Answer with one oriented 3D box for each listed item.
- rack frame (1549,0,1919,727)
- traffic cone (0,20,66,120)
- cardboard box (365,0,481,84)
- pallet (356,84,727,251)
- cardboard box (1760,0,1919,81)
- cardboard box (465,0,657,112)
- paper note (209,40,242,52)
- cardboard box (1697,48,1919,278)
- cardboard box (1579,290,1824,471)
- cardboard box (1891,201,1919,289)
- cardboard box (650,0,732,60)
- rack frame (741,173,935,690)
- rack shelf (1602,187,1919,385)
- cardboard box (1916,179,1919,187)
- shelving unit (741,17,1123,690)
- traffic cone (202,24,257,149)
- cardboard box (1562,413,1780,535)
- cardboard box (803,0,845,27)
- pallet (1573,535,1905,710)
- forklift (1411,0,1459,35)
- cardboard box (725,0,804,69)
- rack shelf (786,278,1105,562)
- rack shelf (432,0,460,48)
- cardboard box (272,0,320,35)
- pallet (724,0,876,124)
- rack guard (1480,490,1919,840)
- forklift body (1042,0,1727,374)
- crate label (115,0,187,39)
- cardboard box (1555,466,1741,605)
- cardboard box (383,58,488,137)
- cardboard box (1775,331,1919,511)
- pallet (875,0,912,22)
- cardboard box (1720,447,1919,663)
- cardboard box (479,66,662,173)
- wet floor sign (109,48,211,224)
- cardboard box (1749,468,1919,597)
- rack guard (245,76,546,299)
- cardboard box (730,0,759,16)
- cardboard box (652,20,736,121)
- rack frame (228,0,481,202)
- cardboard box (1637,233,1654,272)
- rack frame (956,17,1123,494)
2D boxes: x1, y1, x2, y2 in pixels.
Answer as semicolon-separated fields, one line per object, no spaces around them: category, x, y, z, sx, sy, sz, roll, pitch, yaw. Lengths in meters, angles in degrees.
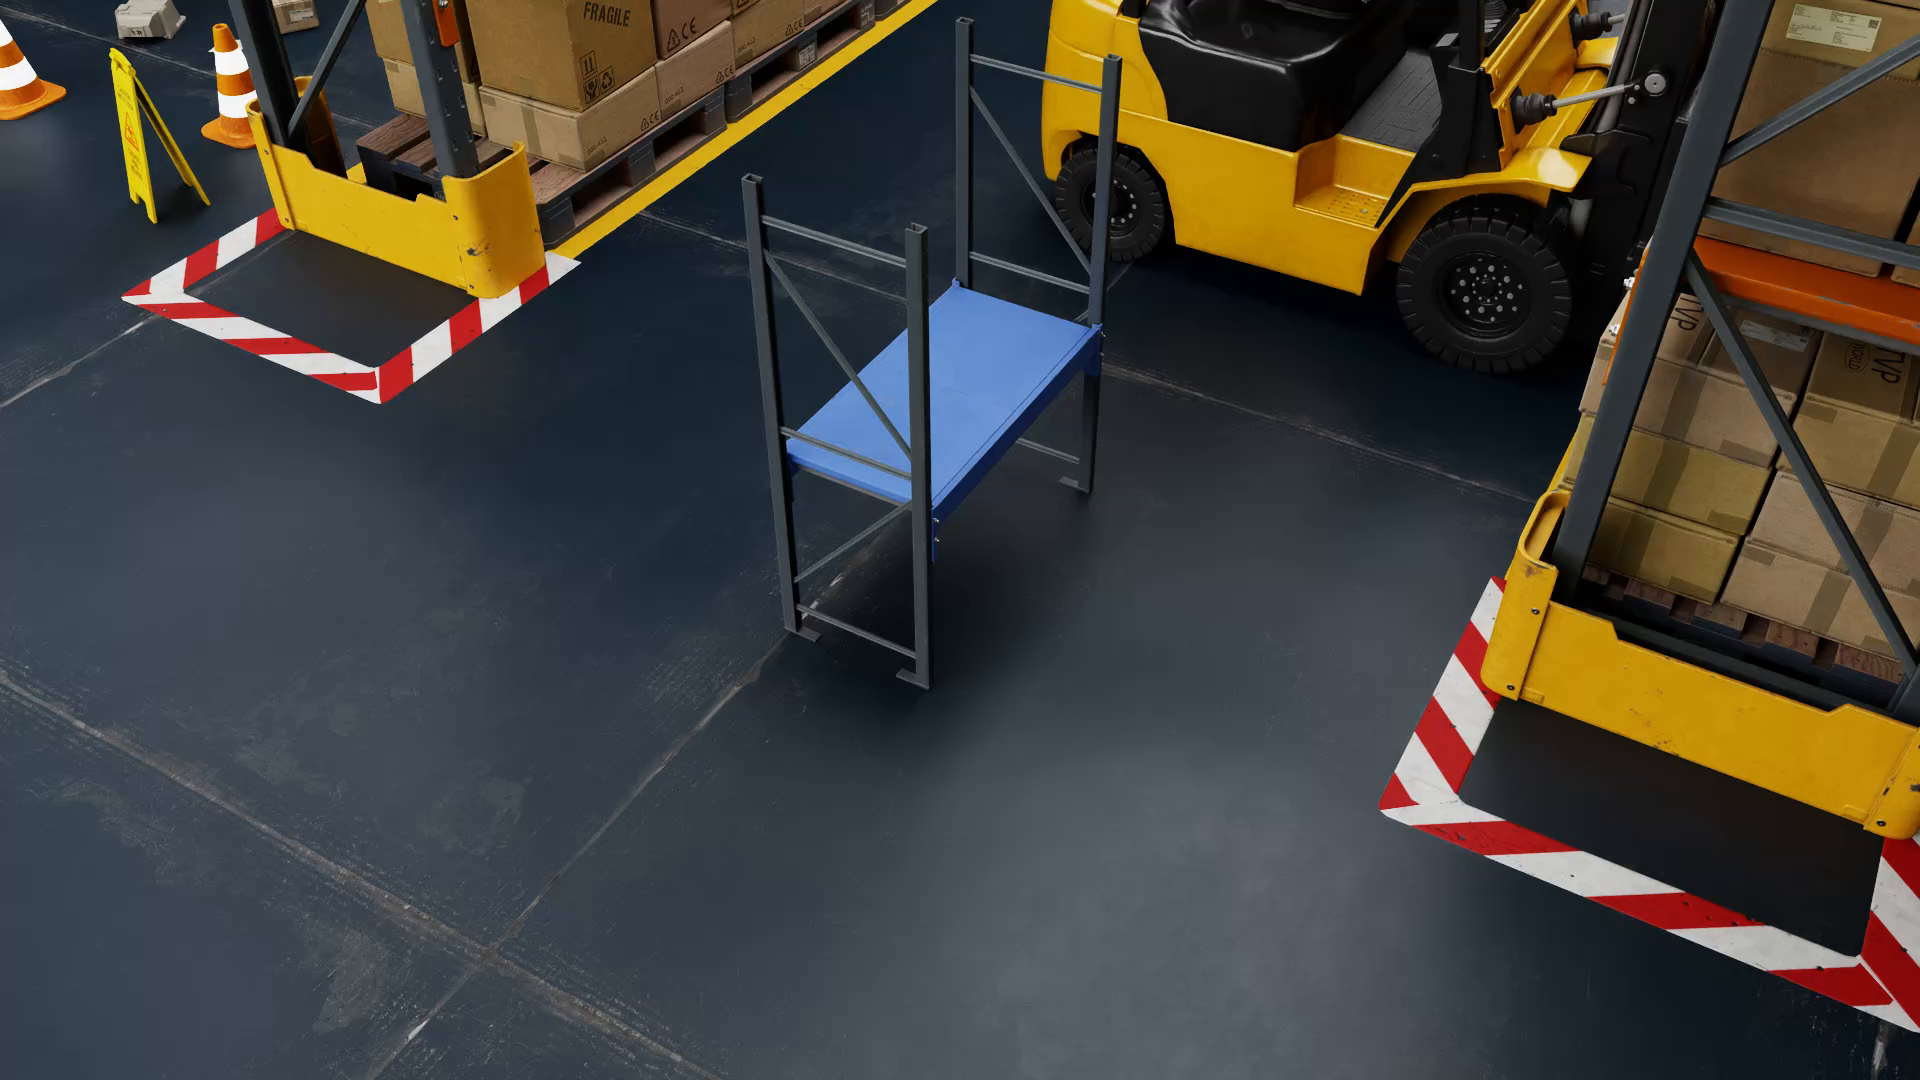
rack frame;2.082;-0.629;3.695;1.000;3.000;0.127;21;45;22
traffic cone;-4.250;-2.162;7.355;0.336;0.463;0.334;21;45;22
cardboard box;-2.042;-2.221;6.697;0.500;0.500;0.500;21;46;22
pallet;-1.742;-1.719;7.042;1.003;0.211;1.213;21;45;22
cardboard box;2.013;-1.201;3.778;0.380;0.149;0.250;22;46;23
cardboard box;-1.563;-2.060;6.515;0.500;0.500;0.500;19;45;21
paper note;-3.468;-2.354;7.900;0.148;0.019;0.142;7;42;8
cardboard box;2.101;-1.035;4.080;0.500;0.500;0.500;20;45;21
cardboard box;2.043;-0.497;4.551;0.500;0.250;0.500;22;46;23
cardboard box;2.571;-0.858;3.880;0.500;0.500;0.500;22;46;23
cardboard box;-1.305;-2.360;6.856;0.500;0.500;0.500;19;45;21
rack frame;-0.297;-0.223;4.369;0.500;1.500;0.032;21;45;22
rack shelf;3.083;-1.504;5.232;1.077;0.370;4.000;21;45;22
cardboard box;2.812;-1.164;4.226;0.500;0.500;0.500;22;46;23
shelving unit;-0.043;-0.514;4.699;0.538;1.500;1.048;21;45;22
traffic cone;-3.119;-1.989;7.159;0.336;0.463;0.334;21;45;22
cardboard box;2.055;-0.325;4.733;0.500;0.250;0.500;20;45;22
cardboard box;-0.795;-2.659;7.762;0.500;0.250;0.500;22;46;23
pallet;2.429;-0.034;5.129;1.003;0.211;1.213;21;45;22
forklift;1.633;-4.069;7.652;3.031;2.935;1.130;19;45;21
cardboard box;-1.050;-2.371;7.435;0.500;0.250;0.500;24;47;25
rack shelf;-0.043;-0.379;4.818;0.538;0.185;1.000;21;45;22
rack shelf;-1.216;-3.143;7.094;1.077;0.370;4.000;21;45;22
cardboard box;-3.311;-2.617;8.109;0.250;0.149;0.380;-21;45;-22
pallet;-1.131;-2.414;7.832;1.003;0.211;1.213;21;45;22
rack guard;2.070;0.322;4.506;1.175;0.500;0.348;21;45;22
forklift body;1.452;-1.999;5.893;2.313;2.155;1.214;21;45;22
crate label;-3.910;-2.510;7.997;0.250;0.136;0.298;0;41;0
cardboard box;2.044;-0.128;4.889;0.500;0.250;0.500;21;46;22
cardboard box;-2.034;-1.960;6.969;0.500;0.250;0.500;21;45;22
cardboard box;2.487;-0.343;4.376;0.500;0.250;0.500;20;45;21
pallet;-0.521;-3.115;8.628;1.003;0.211;1.213;21;45;22
cardboard box;2.497;0.029;4.711;0.500;0.250;0.500;21;46;22
cardboard box;-1.574;-1.765;6.747;0.500;0.250;0.500;21;45;22
wet floor sign;-3.239;-1.630;6.613;0.232;0.644;0.267;-29;49;-29
cardboard box;2.497;-0.143;4.527;0.500;0.250;0.500;22;46;23
rack guard;-2.179;-1.374;6.432;1.175;0.500;0.348;21;45;22
cardboard box;-1.047;-2.645;7.179;0.500;0.500;0.500;22;46;23
cardboard box;-1.312;-2.054;7.076;0.500;0.250;0.500;23;46;24
rack frame;-2.217;-2.269;5.557;1.000;3.000;0.127;21;45;22
cardboard box;2.293;-0.791;4.885;0.500;0.250;0.500;22;46;23
rack frame;0.212;-0.805;5.029;0.500;1.500;0.032;21;45;22
